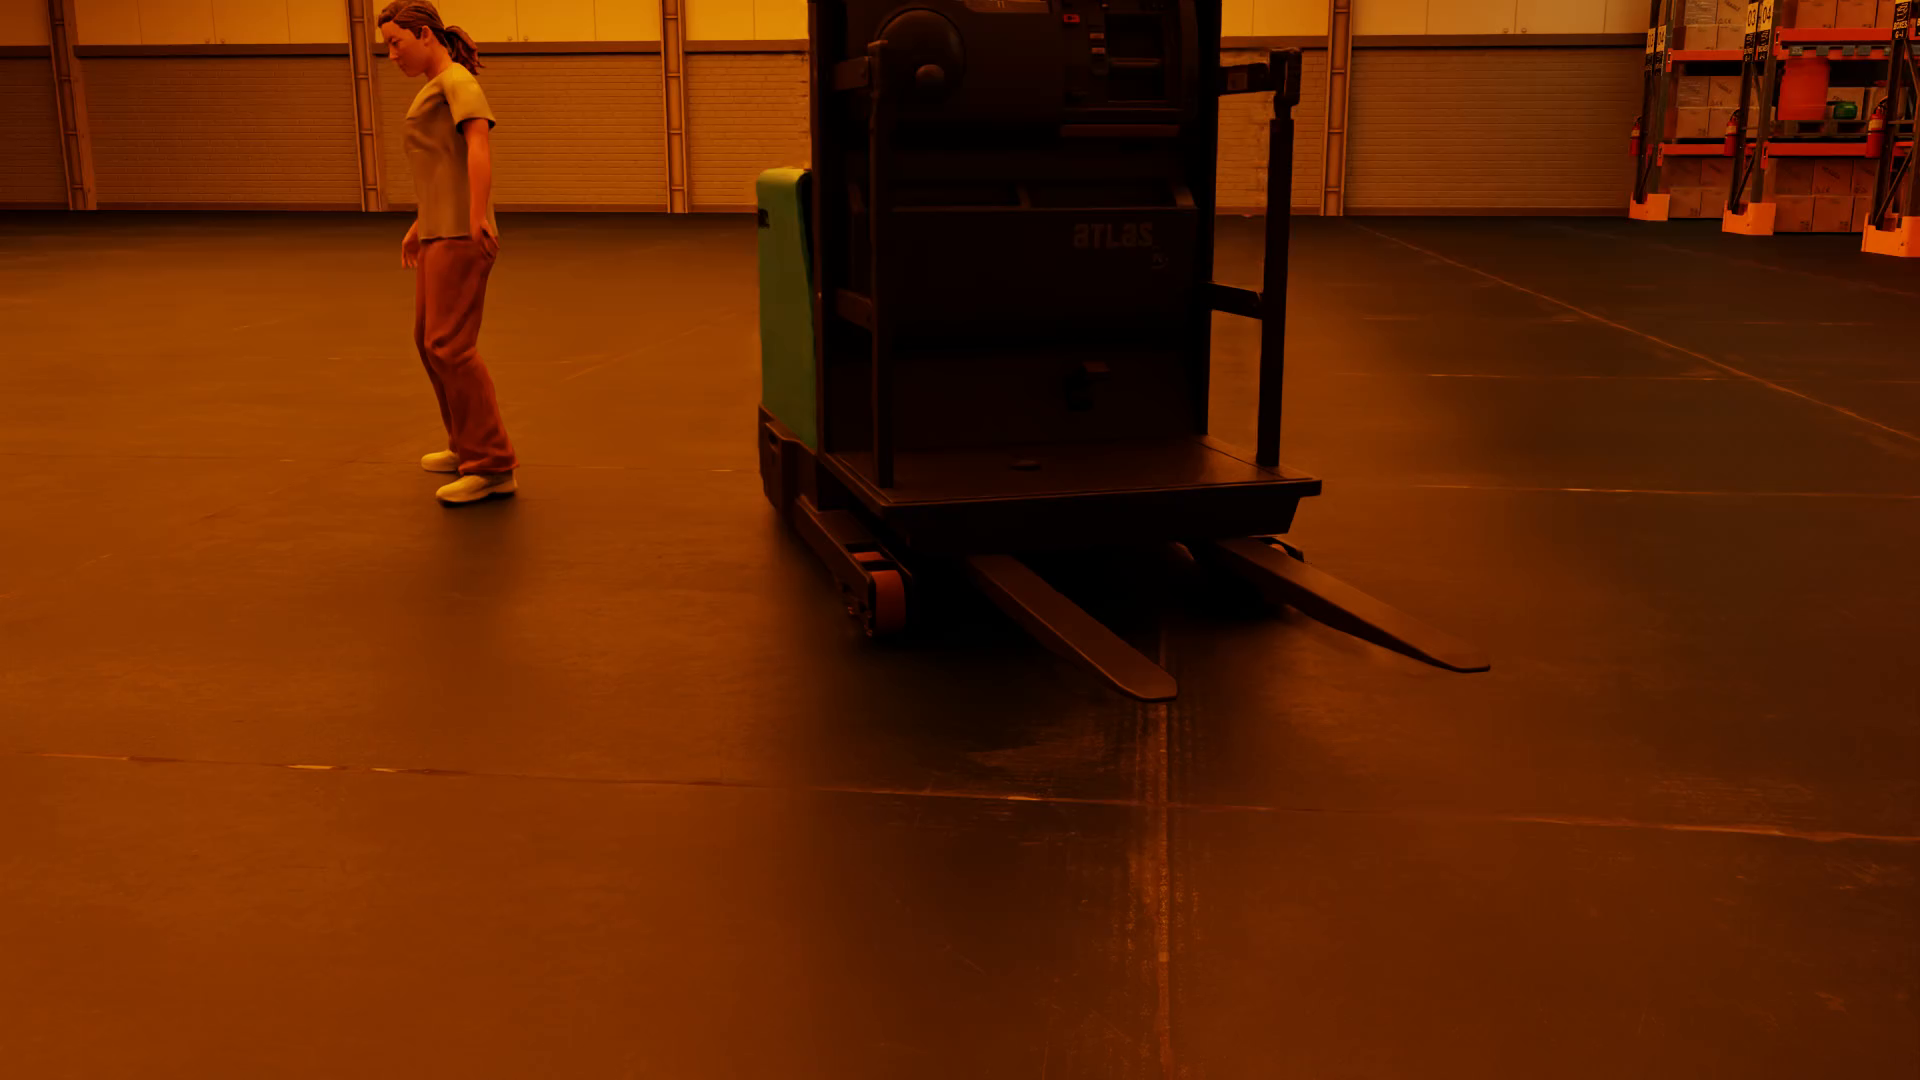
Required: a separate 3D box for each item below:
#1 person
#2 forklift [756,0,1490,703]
[{"bbox_3d":[-1.728,-0.996,5.632,0.346,1.637,0.831,-5,14,-21],"label":"person"},{"bbox_3d":[0.222,-1.292,4.036,1.130,2.935,3.031,-4,14,-15],"label":"forklift"}]
